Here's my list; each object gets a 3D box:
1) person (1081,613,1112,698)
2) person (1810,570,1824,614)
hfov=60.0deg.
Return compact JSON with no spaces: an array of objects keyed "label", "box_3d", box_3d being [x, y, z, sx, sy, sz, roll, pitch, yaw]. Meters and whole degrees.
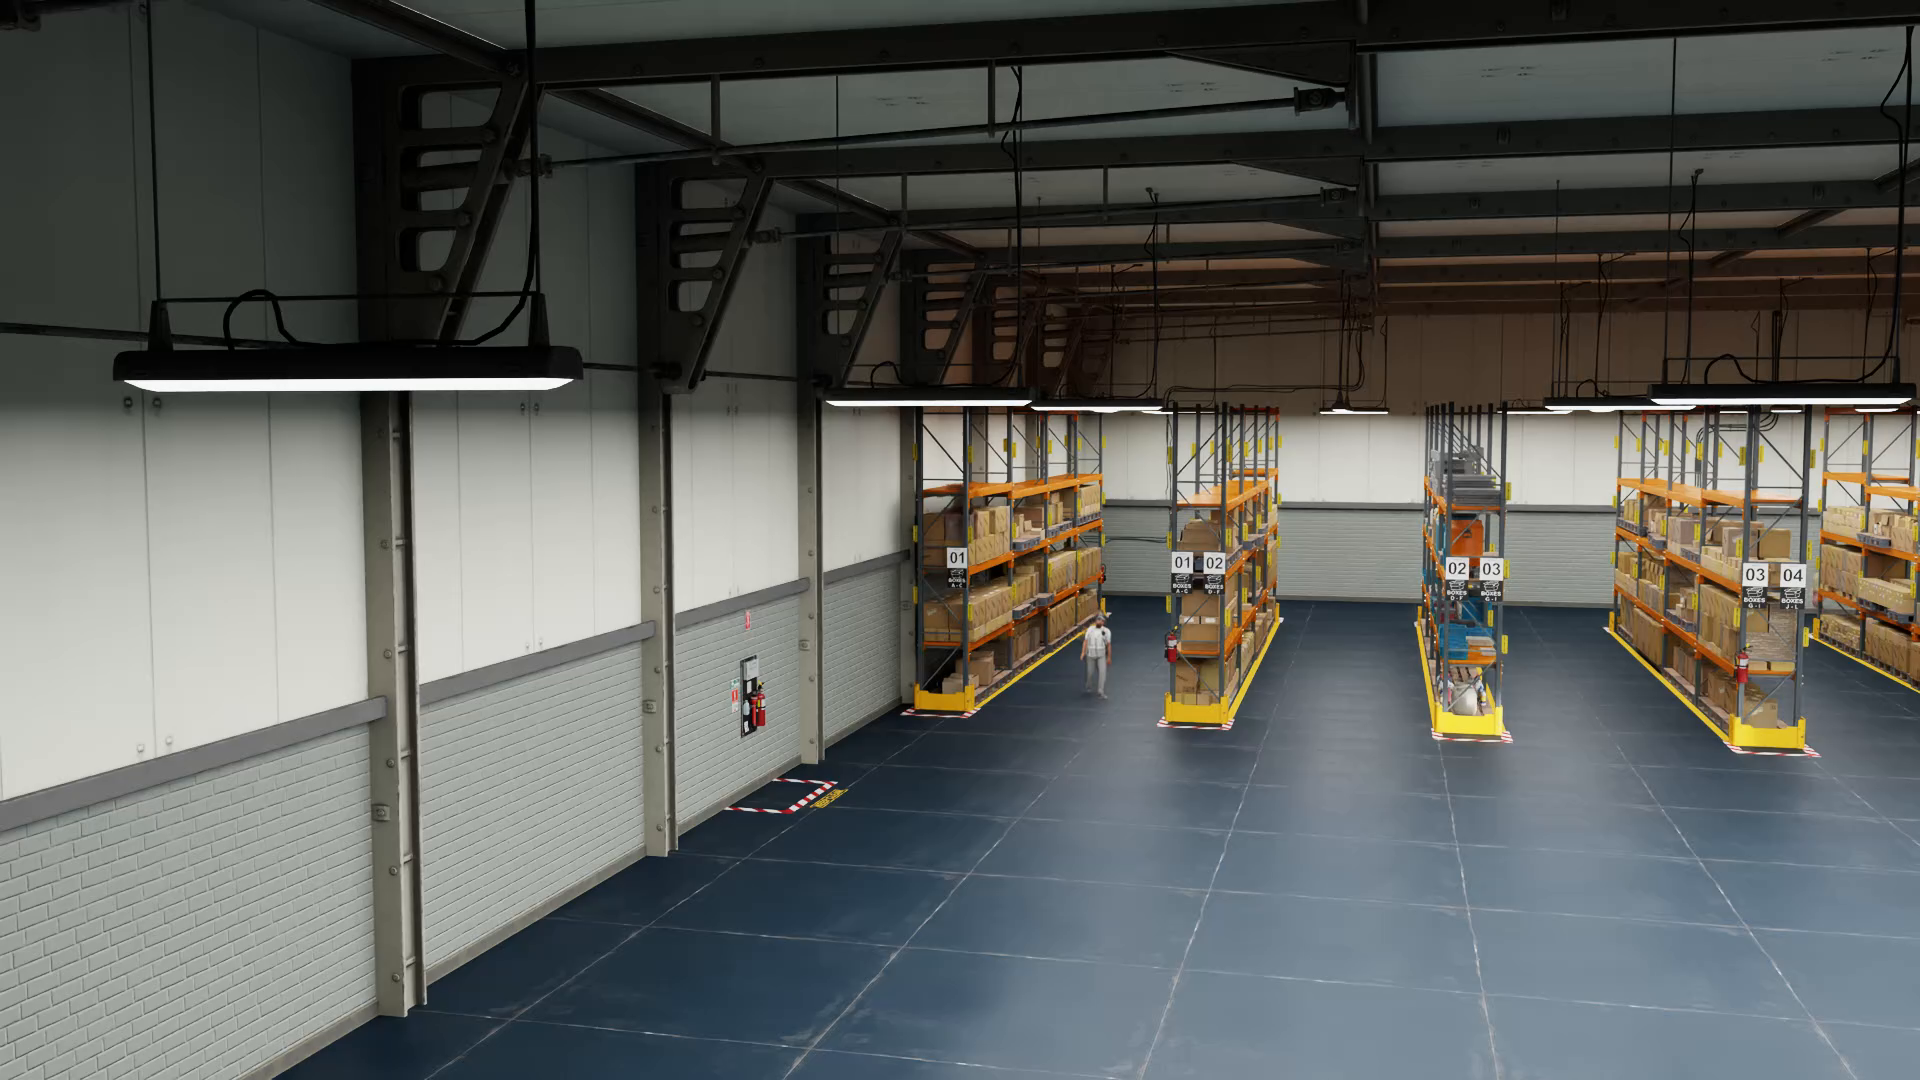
[{"label":"person","box_3d":[2.775,2.347,34.036,0.648,1.723,0.972,0,4,-5]},{"label":"person","box_3d":[23.921,1.457,46.364,0.479,1.692,0.451,-1,4,-9]}]
